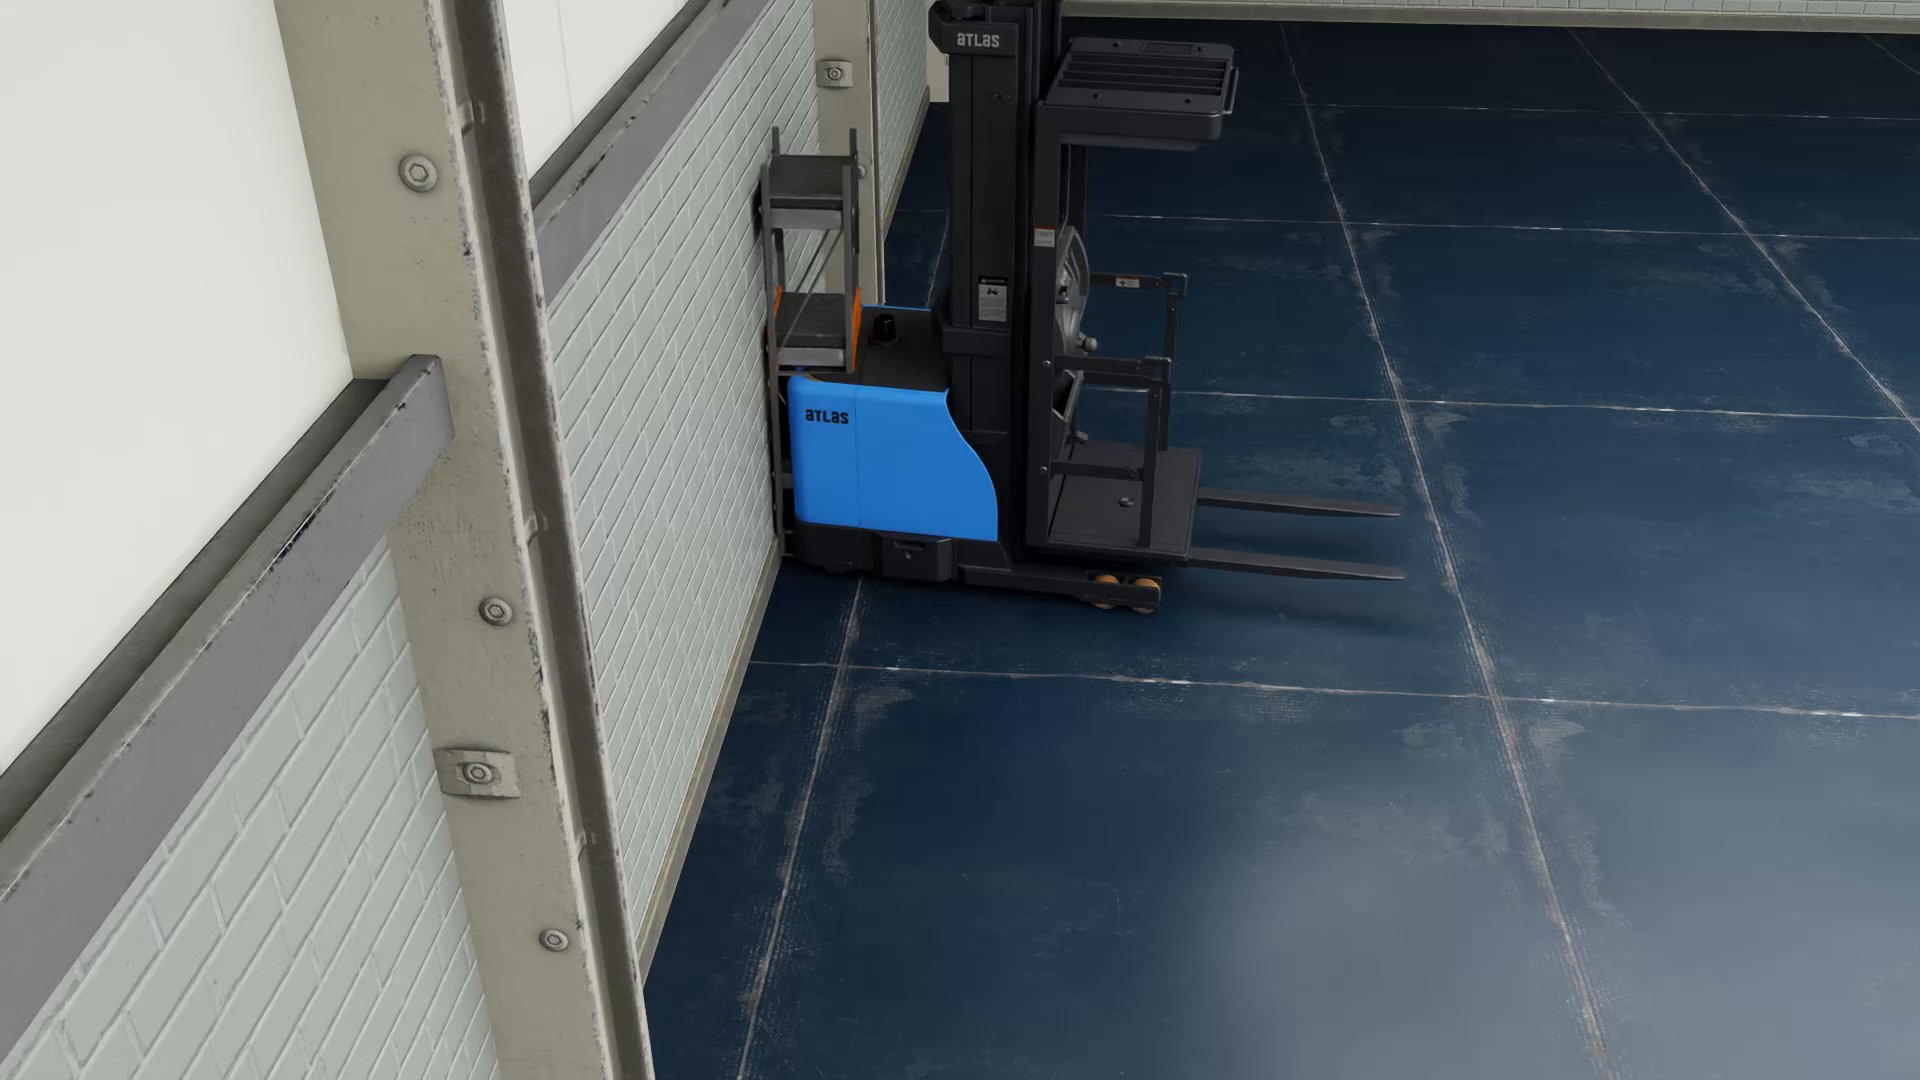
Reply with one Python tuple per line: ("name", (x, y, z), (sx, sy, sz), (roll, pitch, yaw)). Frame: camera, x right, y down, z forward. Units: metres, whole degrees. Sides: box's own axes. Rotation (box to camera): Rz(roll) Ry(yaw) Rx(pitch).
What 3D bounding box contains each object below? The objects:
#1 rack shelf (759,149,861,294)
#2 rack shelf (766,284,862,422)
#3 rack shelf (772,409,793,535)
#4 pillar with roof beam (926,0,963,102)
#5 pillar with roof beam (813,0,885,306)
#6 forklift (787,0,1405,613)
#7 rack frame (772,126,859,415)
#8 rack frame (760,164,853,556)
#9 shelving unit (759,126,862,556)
("rack shelf", (-0.695, -1.500, 7.814), (0.431, 0.518, 0.480), (1, 33, 0))
("rack shelf", (-0.710, -0.917, 8.200), (0.431, 0.518, 0.480), (1, 33, 0))
("rack shelf", (-0.724, -0.333, 8.586), (0.431, 0.518, 0.480), (1, 33, 0))
("pillar with roof beam", (4.146, -7.776, 12.790), (9.100, 9.000, 0.400), (2, 32, 4))
("pillar with roof beam", (3.658, -4.638, 7.699), (9.100, 9.000, 0.400), (2, 32, 4))
("forklift", (0.722, -1.194, 7.894), (3.031, 2.935, 1.130), (6, 32, 9))
("rack frame", (-0.707, -1.062, 8.396), (0.400, 2.100, 0.015), (1, 33, 0))
("rack frame", (-0.712, -0.793, 7.989), (0.400, 2.100, 0.015), (1, 33, 0))
("shelving unit", (-0.709, -0.928, 8.193), (0.431, 2.100, 0.503), (1, 33, 0))
